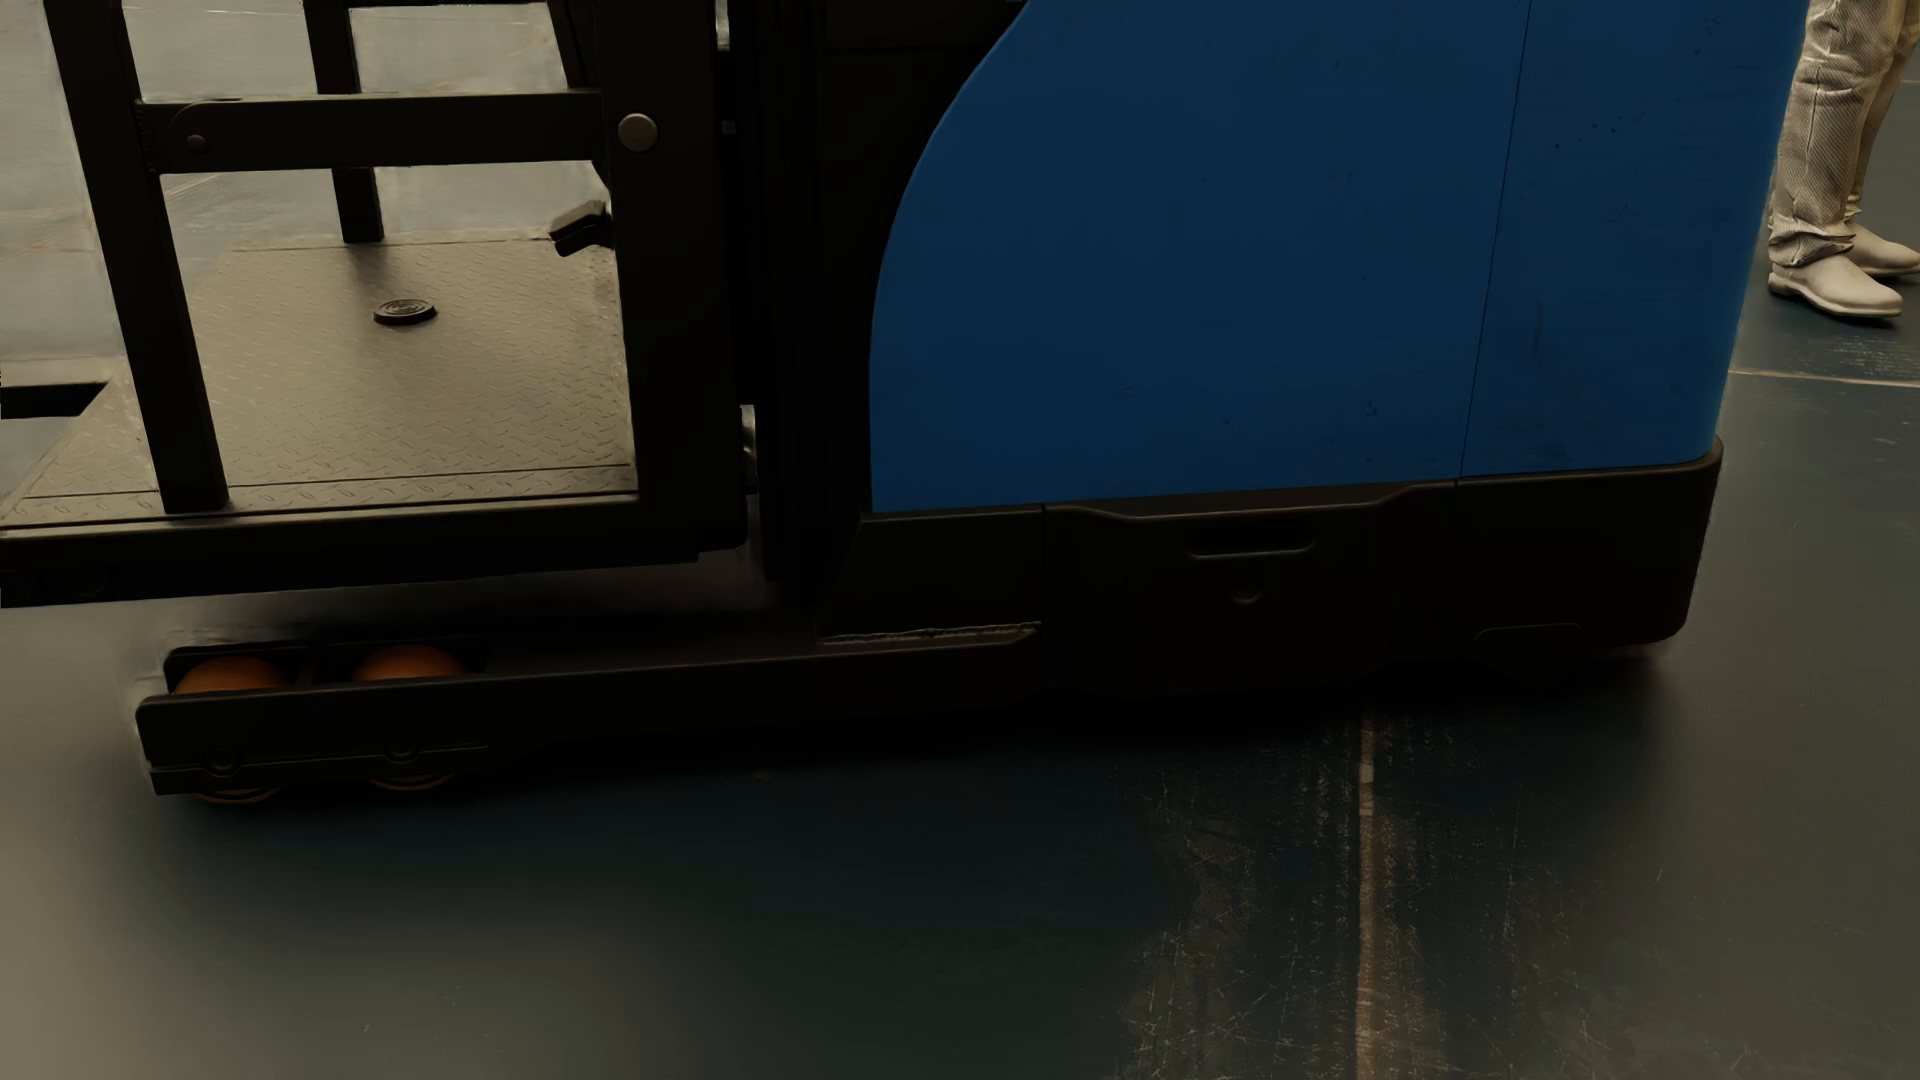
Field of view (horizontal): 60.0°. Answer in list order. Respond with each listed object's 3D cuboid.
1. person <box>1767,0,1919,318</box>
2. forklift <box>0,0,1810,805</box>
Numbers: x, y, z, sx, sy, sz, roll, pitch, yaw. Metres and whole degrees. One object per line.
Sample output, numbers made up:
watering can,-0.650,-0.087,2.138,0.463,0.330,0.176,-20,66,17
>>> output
person,1.917,-1.394,3.278,0.630,1.773,0.570,-18,32,-32
forklift,-0.618,-1.260,1.744,3.031,2.935,1.130,-4,27,-7
